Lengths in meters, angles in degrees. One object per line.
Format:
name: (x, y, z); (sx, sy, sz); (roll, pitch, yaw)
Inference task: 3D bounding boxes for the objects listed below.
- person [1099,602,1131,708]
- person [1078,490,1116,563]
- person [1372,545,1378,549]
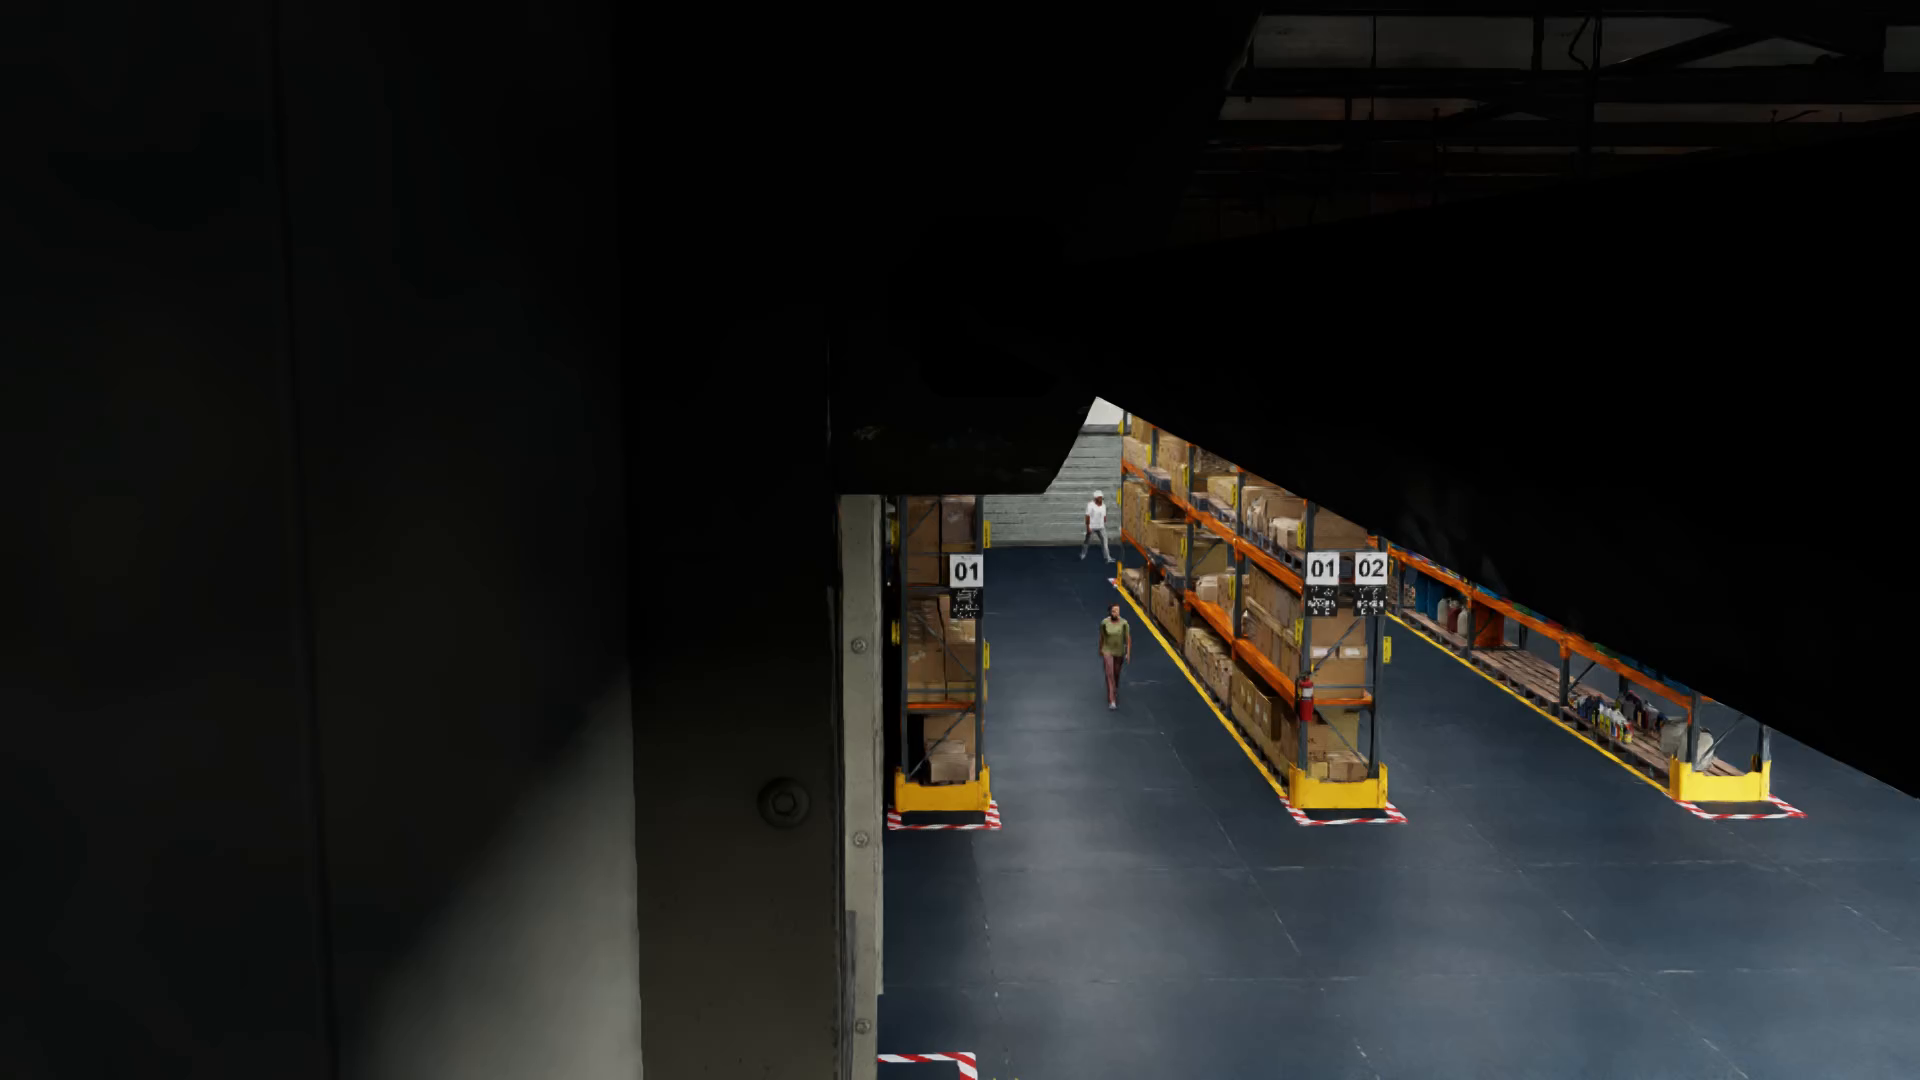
person: (2.410, 1.756, 25.742); (0.457, 1.596, 1.007); (-1, 8, -4)
person: (3.222, -0.321, 39.326); (0.599, 1.741, 0.947); (-5, 10, -29)
person: (10.130, -0.360, 40.177); (0.431, 1.543, 0.935); (-1, 8, -3)
